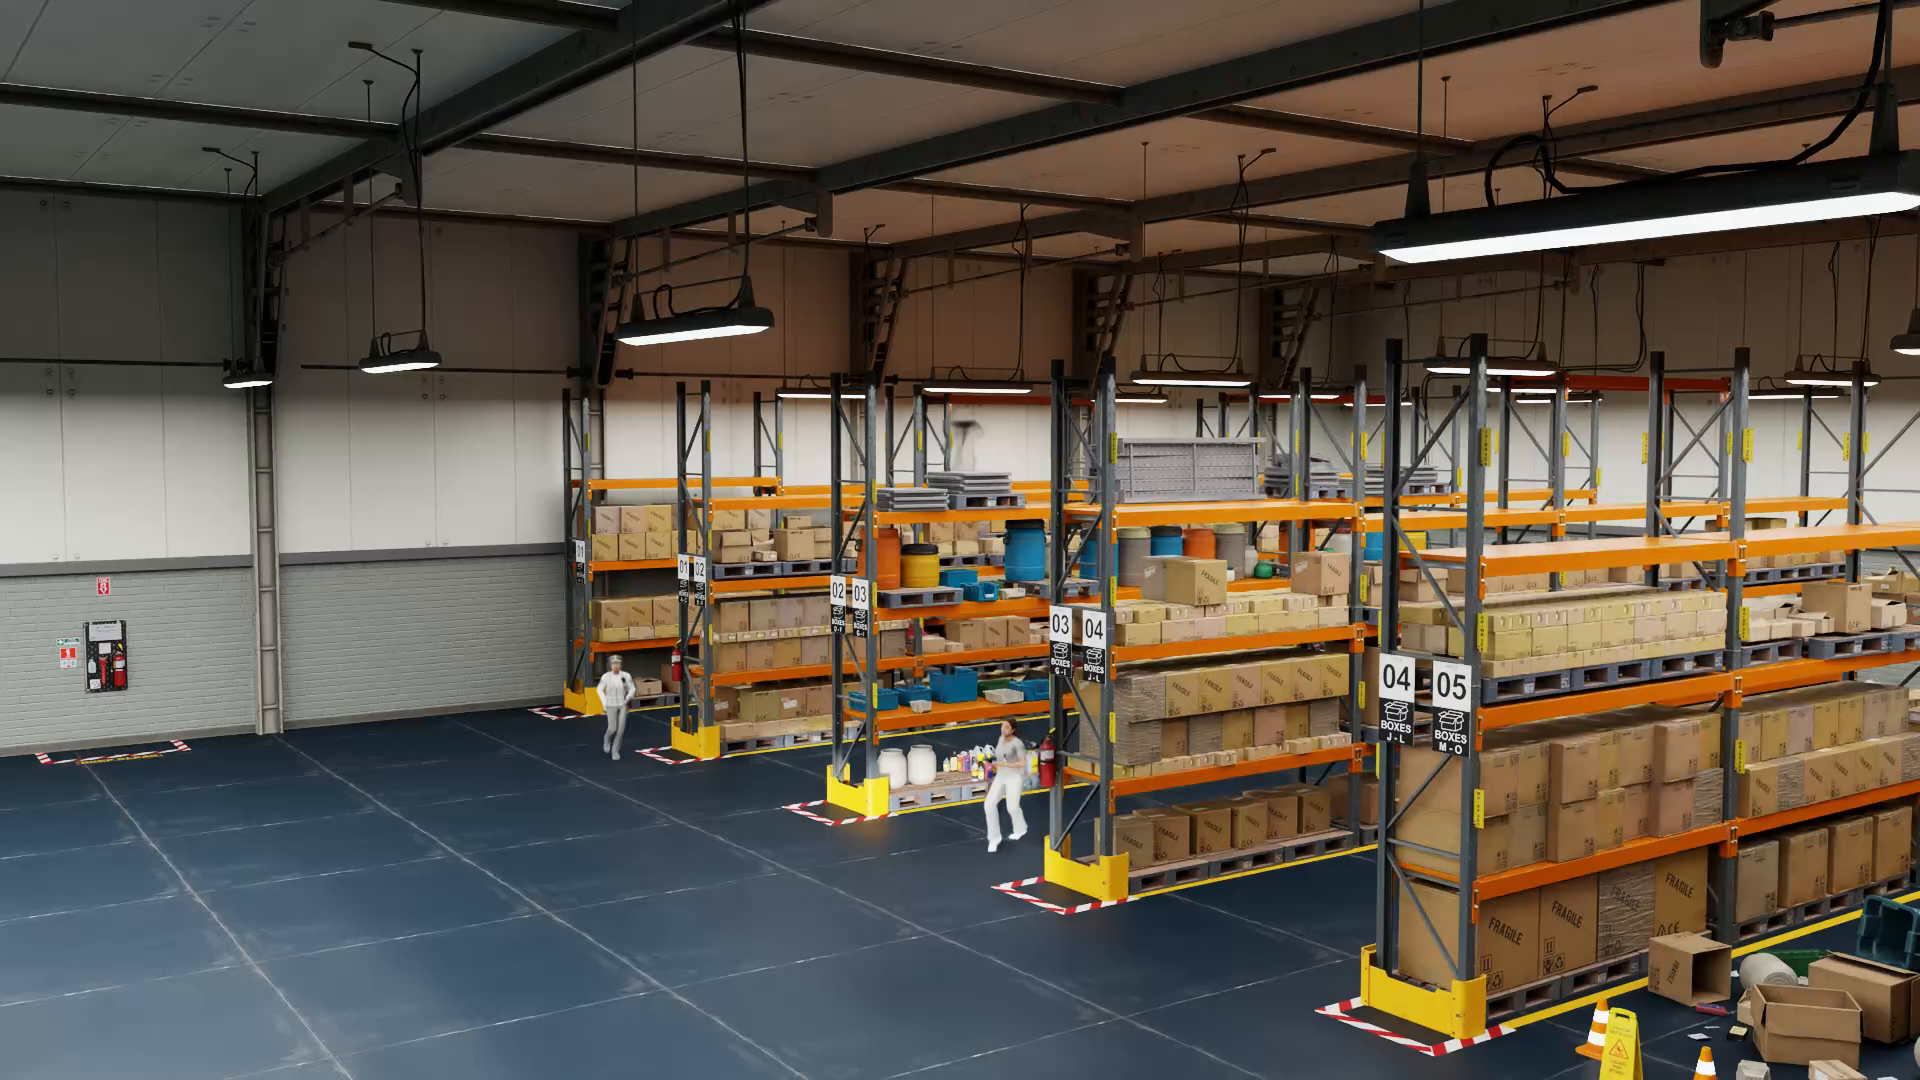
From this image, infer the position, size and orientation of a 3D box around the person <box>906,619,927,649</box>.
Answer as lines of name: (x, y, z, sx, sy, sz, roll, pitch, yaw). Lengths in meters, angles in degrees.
person: (-0.930, 1.838, 31.993, 0.391, 0.679, 0.619, -3, 5, -36)

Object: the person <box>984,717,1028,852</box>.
person: (0.664, 3.035, 20.704, 0.562, 1.729, 0.760, 3, 5, 39)

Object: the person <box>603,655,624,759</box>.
person: (-5.497, 2.642, 26.458, 0.350, 1.668, 0.396, -1, 4, -17)
